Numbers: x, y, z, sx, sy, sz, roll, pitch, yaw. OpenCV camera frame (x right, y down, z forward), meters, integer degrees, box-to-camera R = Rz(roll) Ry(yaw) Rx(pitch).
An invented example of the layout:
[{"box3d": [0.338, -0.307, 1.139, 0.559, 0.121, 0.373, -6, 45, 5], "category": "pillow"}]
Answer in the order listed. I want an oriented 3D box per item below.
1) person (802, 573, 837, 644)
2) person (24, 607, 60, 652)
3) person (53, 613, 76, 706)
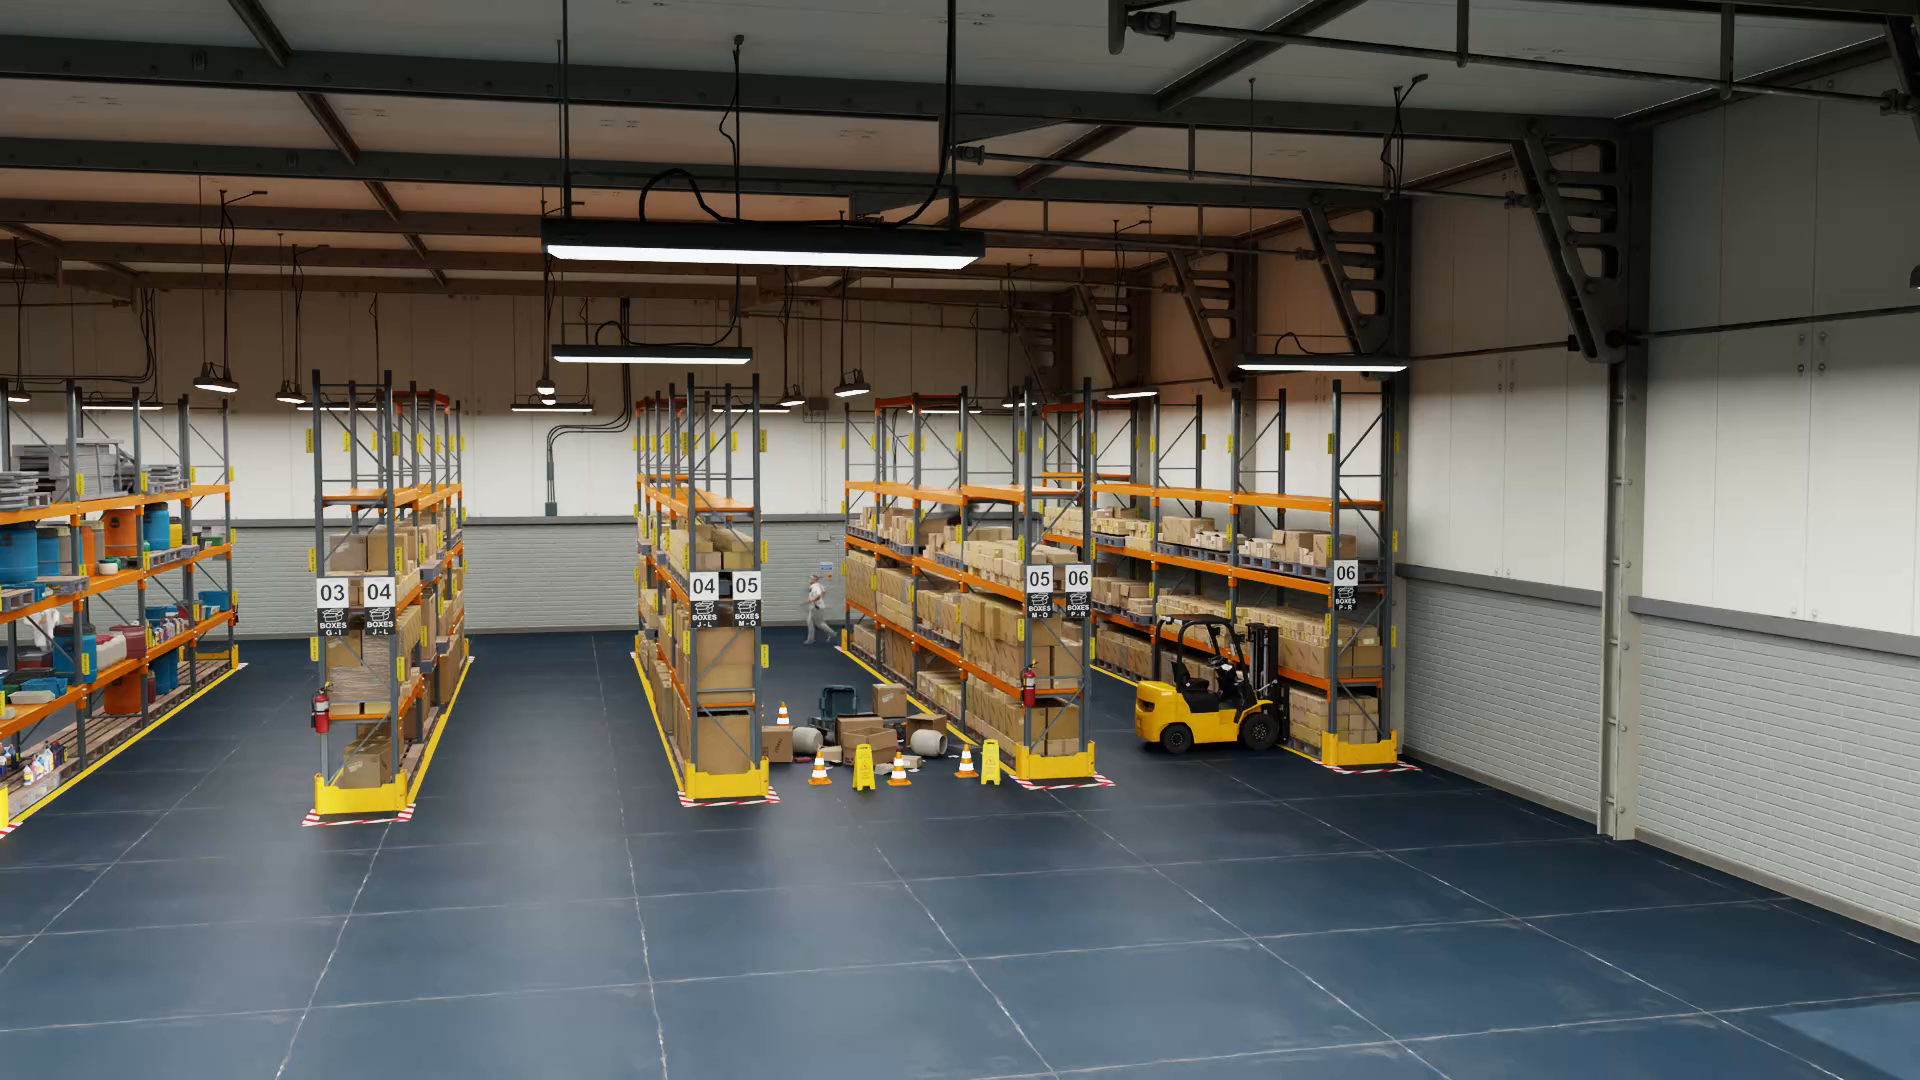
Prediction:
[{"box3d": [-3.497, 1.725, 41.462, 0.862, 1.818, 0.666, -1, 3, -9], "category": "person"}, {"box3d": [-19.882, 2.053, 36.017, 0.698, 1.819, 0.812, -2, 4, -33], "category": "person"}, {"box3d": [-17.141, 2.301, 32.053, 0.638, 1.784, 0.777, -1, 3, -11], "category": "person"}]
